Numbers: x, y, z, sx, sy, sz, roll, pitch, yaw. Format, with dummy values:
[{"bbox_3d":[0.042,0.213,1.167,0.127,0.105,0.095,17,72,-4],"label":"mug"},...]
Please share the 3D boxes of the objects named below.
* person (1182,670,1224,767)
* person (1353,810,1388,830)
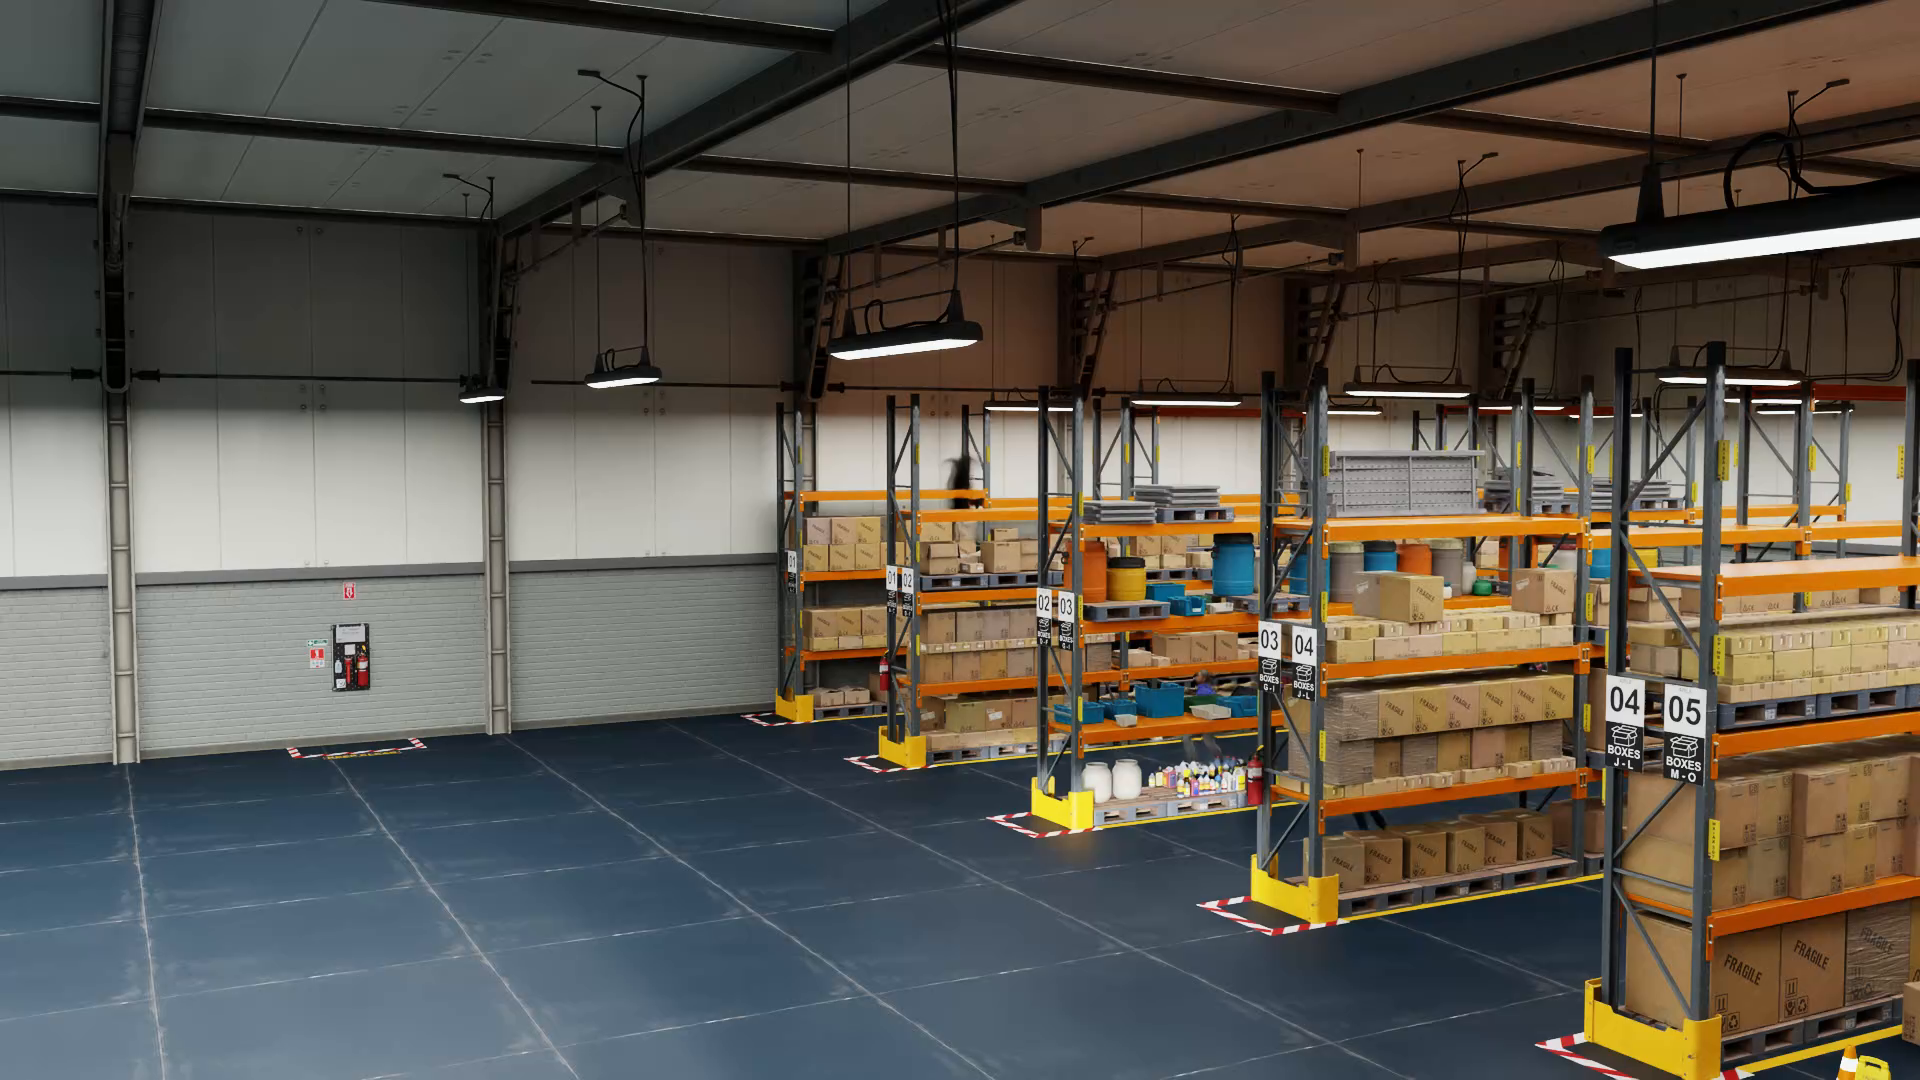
[{"bbox_3d":[3.860,2.919,26.035,0.704,1.611,0.559,-1,3,-19],"label":"person"},{"bbox_3d":[5.192,3.175,21.143,0.762,1.638,0.538,-1,3,-15],"label":"person"}]
